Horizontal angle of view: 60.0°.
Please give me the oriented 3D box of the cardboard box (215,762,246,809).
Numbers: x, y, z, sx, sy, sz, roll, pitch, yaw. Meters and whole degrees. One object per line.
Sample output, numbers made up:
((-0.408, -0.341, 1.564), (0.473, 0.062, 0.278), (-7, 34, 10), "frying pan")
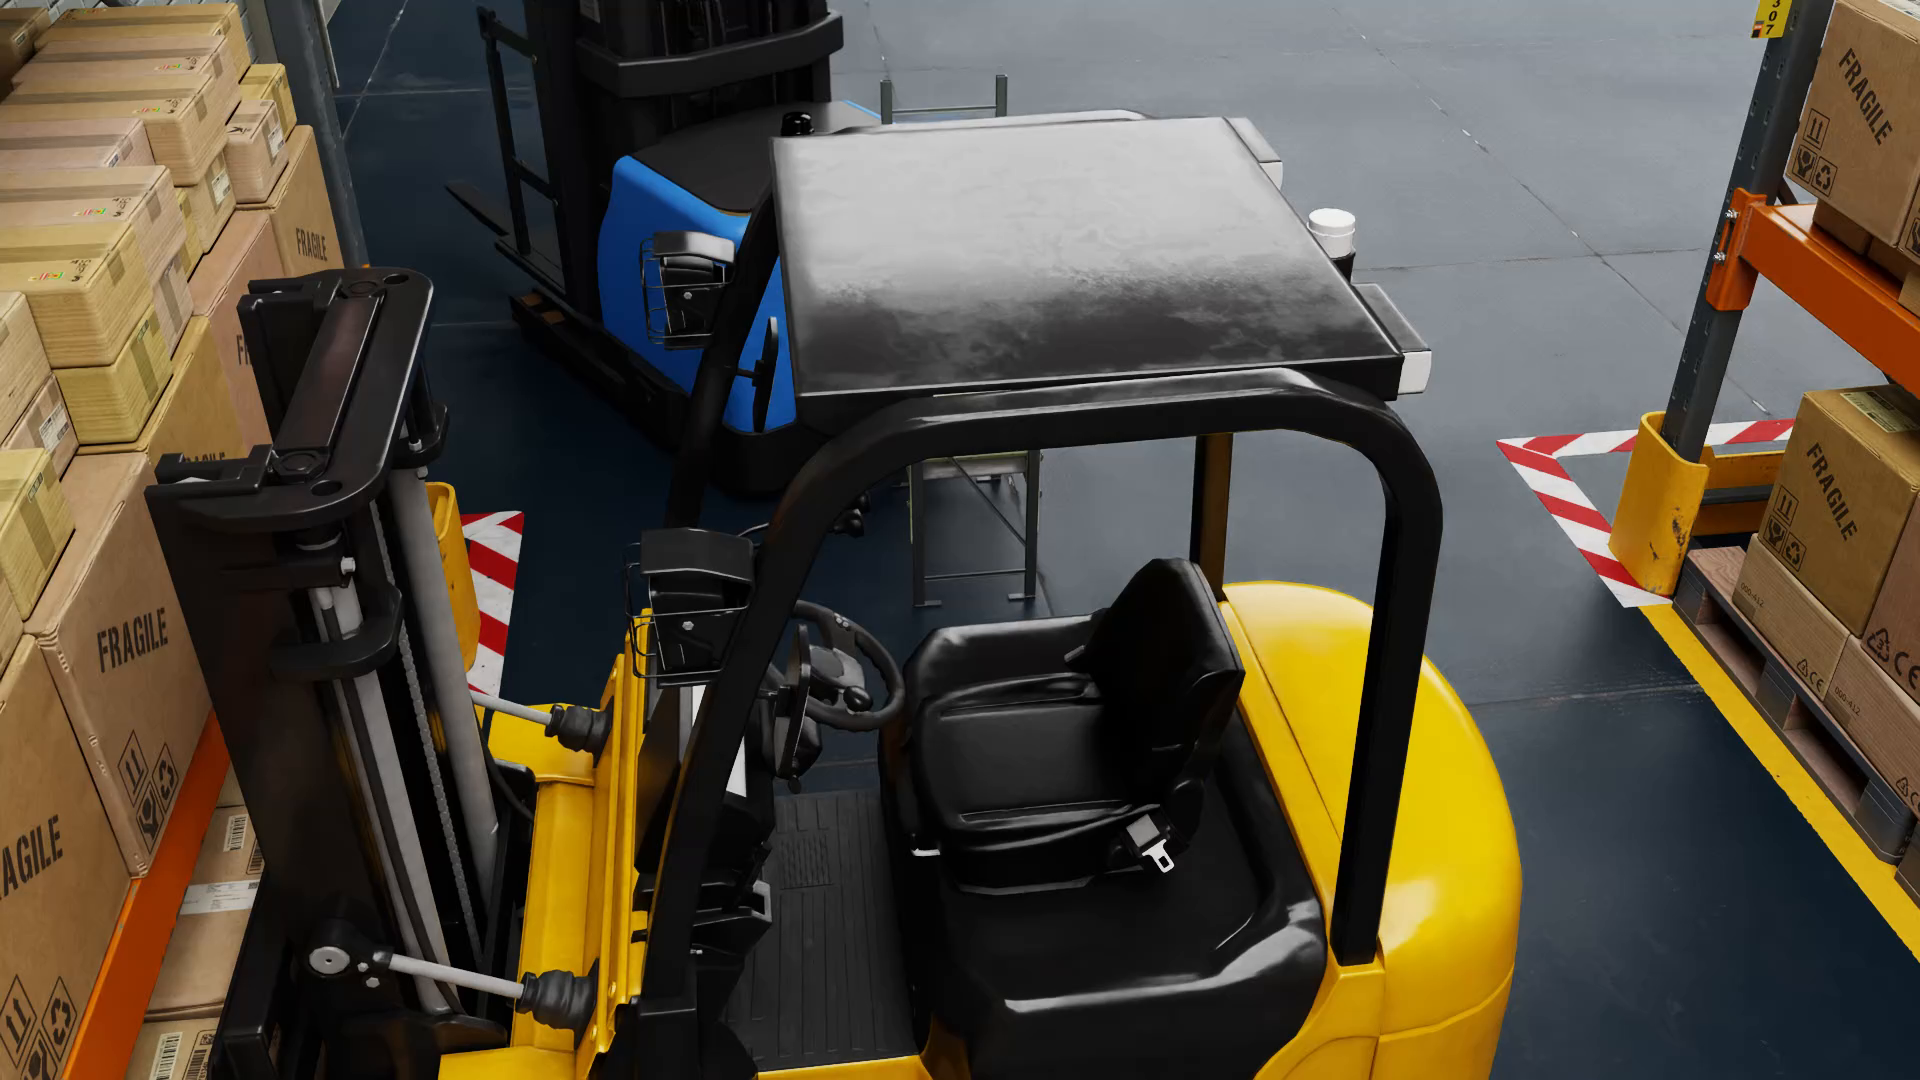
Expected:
((-1.583, 0.492, 3.545), (0.500, 0.250, 0.500), (-4, 34, -6), "cardboard box")

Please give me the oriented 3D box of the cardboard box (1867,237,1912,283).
((2.701, -0.785, 4.461), (0.380, 0.149, 0.250), (-4, 34, -6), "cardboard box")

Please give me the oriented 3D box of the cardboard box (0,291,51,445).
((-1.637, -0.249, 2.523), (0.380, 0.149, 0.250), (-4, 34, -6), "cardboard box")

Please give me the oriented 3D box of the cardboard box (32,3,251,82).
((-1.849, -1.104, 3.778), (0.380, 0.149, 0.250), (-4, 35, -6), "cardboard box")

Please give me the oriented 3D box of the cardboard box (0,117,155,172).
((-1.763, -0.681, 3.156), (0.380, 0.149, 0.250), (-4, 34, -6), "cardboard box")

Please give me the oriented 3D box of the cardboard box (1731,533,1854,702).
((2.646, 0.200, 4.862), (0.500, 0.250, 0.500), (-5, 35, -7), "cardboard box")

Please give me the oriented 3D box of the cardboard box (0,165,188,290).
((-1.618, -0.544, 2.955), (0.380, 0.149, 0.250), (-4, 34, -5), "cardboard box")

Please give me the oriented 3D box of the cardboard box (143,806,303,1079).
((-1.522, 0.776, 3.129), (0.500, 0.250, 0.500), (-5, 35, -7), "cardboard box")

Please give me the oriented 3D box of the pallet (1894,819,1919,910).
((3.057, 1.096, 3.954), (1.003, 0.211, 1.213), (-4, 35, -6), "pallet")

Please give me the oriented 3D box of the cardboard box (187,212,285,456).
((-1.719, -0.352, 3.515), (0.500, 0.500, 0.500), (-3, 34, -5), "cardboard box")

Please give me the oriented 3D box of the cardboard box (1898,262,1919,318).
((2.656, -0.631, 4.235), (0.380, 0.149, 0.250), (-5, 35, -8), "cardboard box")

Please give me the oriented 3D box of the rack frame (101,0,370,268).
((-2.106, -0.856, 4.342), (1.000, 3.000, 0.127), (-4, 35, -6), "rack frame")

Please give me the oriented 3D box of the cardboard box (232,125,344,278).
((-1.780, -0.643, 3.940), (0.500, 0.500, 0.500), (-5, 35, -7), "cardboard box")

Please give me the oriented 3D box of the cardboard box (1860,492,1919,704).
((2.725, 0.195, 4.204), (0.500, 0.500, 0.500), (-6, 35, -8), "cardboard box")

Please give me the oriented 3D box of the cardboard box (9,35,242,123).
((-1.785, -0.969, 3.579), (0.380, 0.149, 0.250), (-4, 35, -6), "cardboard box")

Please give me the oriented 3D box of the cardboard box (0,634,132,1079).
((-1.525, 0.496, 2.270), (0.500, 0.500, 0.500), (-5, 35, -7), "cardboard box")

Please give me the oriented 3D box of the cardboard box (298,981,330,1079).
((-1.520, 0.995, 3.251), (0.500, 0.250, 0.500), (-4, 35, -7), "cardboard box")

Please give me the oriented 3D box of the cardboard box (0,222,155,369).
((-1.578, -0.400, 2.744), (0.380, 0.149, 0.250), (-4, 34, -5), "cardboard box")

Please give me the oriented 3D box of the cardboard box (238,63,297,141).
((-1.782, -0.993, 3.879), (0.380, 0.149, 0.250), (-4, 34, -6), "cardboard box")

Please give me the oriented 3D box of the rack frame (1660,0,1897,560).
((2.812, -1.234, 4.897), (1.000, 3.000, 0.127), (-4, 35, -6), "rack frame")

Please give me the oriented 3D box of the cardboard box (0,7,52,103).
((-2.273, -1.085, 3.749), (0.380, 0.149, 0.250), (-5, 35, -7), "cardboard box")

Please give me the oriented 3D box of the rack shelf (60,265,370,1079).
((-1.837, 0.557, 2.907), (1.077, 0.370, 4.000), (-4, 35, -6), "rack shelf")

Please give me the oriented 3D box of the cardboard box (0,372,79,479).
((-1.641, -0.133, 2.617), (0.380, 0.149, 0.250), (-5, 35, -7), "cardboard box")

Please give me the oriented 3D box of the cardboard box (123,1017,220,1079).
((-1.459, 1.069, 2.698), (0.500, 0.250, 0.500), (-3, 34, -5), "cardboard box")

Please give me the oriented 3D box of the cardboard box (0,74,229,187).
((-1.723, -0.825, 3.368), (0.380, 0.149, 0.250), (-4, 34, -5), "cardboard box")

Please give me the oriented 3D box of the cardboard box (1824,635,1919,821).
((2.708, 0.485, 4.443), (0.500, 0.250, 0.500), (-3, 34, -5), "cardboard box")

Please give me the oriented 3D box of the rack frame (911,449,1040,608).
((0.048, -0.419, 5.033), (0.400, 1.500, 0.023), (-4, 35, -6), "rack frame")

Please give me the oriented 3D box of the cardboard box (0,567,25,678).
((-1.494, 0.153, 2.198), (0.380, 0.149, 0.250), (-5, 35, -8), "cardboard box")

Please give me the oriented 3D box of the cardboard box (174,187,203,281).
((-1.722, -0.564, 3.249), (0.380, 0.149, 0.250), (-5, 35, -7), "cardboard box")

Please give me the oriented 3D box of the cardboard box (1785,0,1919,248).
((2.601, -1.113, 4.366), (0.500, 0.500, 0.500), (-5, 35, -7), "cardboard box")

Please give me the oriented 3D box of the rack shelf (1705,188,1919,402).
((3.081, 0.179, 3.462), (1.077, 0.370, 4.000), (-4, 35, -6), "rack shelf")

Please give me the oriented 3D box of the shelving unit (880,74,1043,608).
((-0.001, -0.623, 5.333), (0.431, 1.500, 0.755), (-4, 35, -6), "shelving unit")

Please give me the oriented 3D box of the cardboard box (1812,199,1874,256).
((2.653, -0.925, 4.667), (0.380, 0.149, 0.250), (-4, 35, -6), "cardboard box")

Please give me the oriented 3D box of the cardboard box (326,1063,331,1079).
((-1.522, 1.191, 3.407), (0.500, 0.250, 0.500), (-3, 34, -5), "cardboard box")

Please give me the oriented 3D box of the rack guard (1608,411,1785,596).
((2.822, -0.159, 5.539), (1.175, 0.500, 0.348), (-4, 35, -6), "rack guard")

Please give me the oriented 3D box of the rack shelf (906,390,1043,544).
((-0.001, -0.354, 5.517), (0.431, 0.370, 0.720), (-4, 35, -6), "rack shelf")

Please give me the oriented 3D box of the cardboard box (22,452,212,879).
((-1.571, 0.213, 2.685), (0.500, 0.500, 0.500), (-4, 34, -6), "cardboard box")

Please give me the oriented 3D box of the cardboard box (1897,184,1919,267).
((2.674, -0.824, 3.943), (0.500, 0.500, 0.500), (-3, 34, -5), "cardboard box")

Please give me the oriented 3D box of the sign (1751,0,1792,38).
((2.274, -1.551, 4.593), (0.100, 0.325, 0.005), (-4, 35, -6), "sign")

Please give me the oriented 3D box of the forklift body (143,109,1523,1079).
((-0.043, 0.415, 3.231), (2.313, 2.155, 1.214), (-4, 35, -6), "forklift body")

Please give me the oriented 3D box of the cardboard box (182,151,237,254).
((-1.744, -0.703, 3.454), (0.380, 0.149, 0.250), (-4, 34, -5), "cardboard box")

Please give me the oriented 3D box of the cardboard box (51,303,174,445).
((-1.585, -0.279, 2.831), (0.380, 0.149, 0.250), (-4, 34, -6), "cardboard box")

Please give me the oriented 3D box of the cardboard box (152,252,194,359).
((-1.639, -0.419, 3.036), (0.380, 0.149, 0.250), (-5, 35, -8), "cardboard box")

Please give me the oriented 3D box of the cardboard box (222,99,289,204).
((-1.718, -0.853, 3.673), (0.380, 0.149, 0.250), (-4, 34, -6), "cardboard box")

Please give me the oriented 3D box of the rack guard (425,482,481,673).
((-2.109, 0.164, 5.066), (1.175, 0.500, 0.348), (-4, 35, -6), "rack guard")

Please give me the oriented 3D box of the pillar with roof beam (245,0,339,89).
((0.553, -6.552, 7.374), (9.100, 9.000, 0.400), (-4, 35, -6), "pillar with roof beam")

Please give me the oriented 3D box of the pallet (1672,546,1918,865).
((2.896, 0.417, 4.951), (1.003, 0.211, 1.213), (-4, 35, -6), "pallet")

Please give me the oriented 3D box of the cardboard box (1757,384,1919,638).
((2.650, -0.097, 4.631), (0.500, 0.500, 0.500), (-5, 35, -8), "cardboard box")

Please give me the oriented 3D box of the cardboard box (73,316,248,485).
((-1.650, -0.066, 3.095), (0.500, 0.500, 0.500), (-5, 35, -7), "cardboard box")

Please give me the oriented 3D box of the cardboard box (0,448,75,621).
((-1.539, 0.005, 2.415), (0.380, 0.149, 0.250), (-5, 35, -7), "cardboard box")

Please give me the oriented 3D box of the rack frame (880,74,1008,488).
((-0.050, -0.828, 5.633), (0.400, 1.500, 0.023), (-4, 35, -6), "rack frame")

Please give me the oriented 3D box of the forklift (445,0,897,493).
((-1.239, -2.148, 6.300), (1.130, 2.935, 3.031), (-23, 41, -30), "forklift")
